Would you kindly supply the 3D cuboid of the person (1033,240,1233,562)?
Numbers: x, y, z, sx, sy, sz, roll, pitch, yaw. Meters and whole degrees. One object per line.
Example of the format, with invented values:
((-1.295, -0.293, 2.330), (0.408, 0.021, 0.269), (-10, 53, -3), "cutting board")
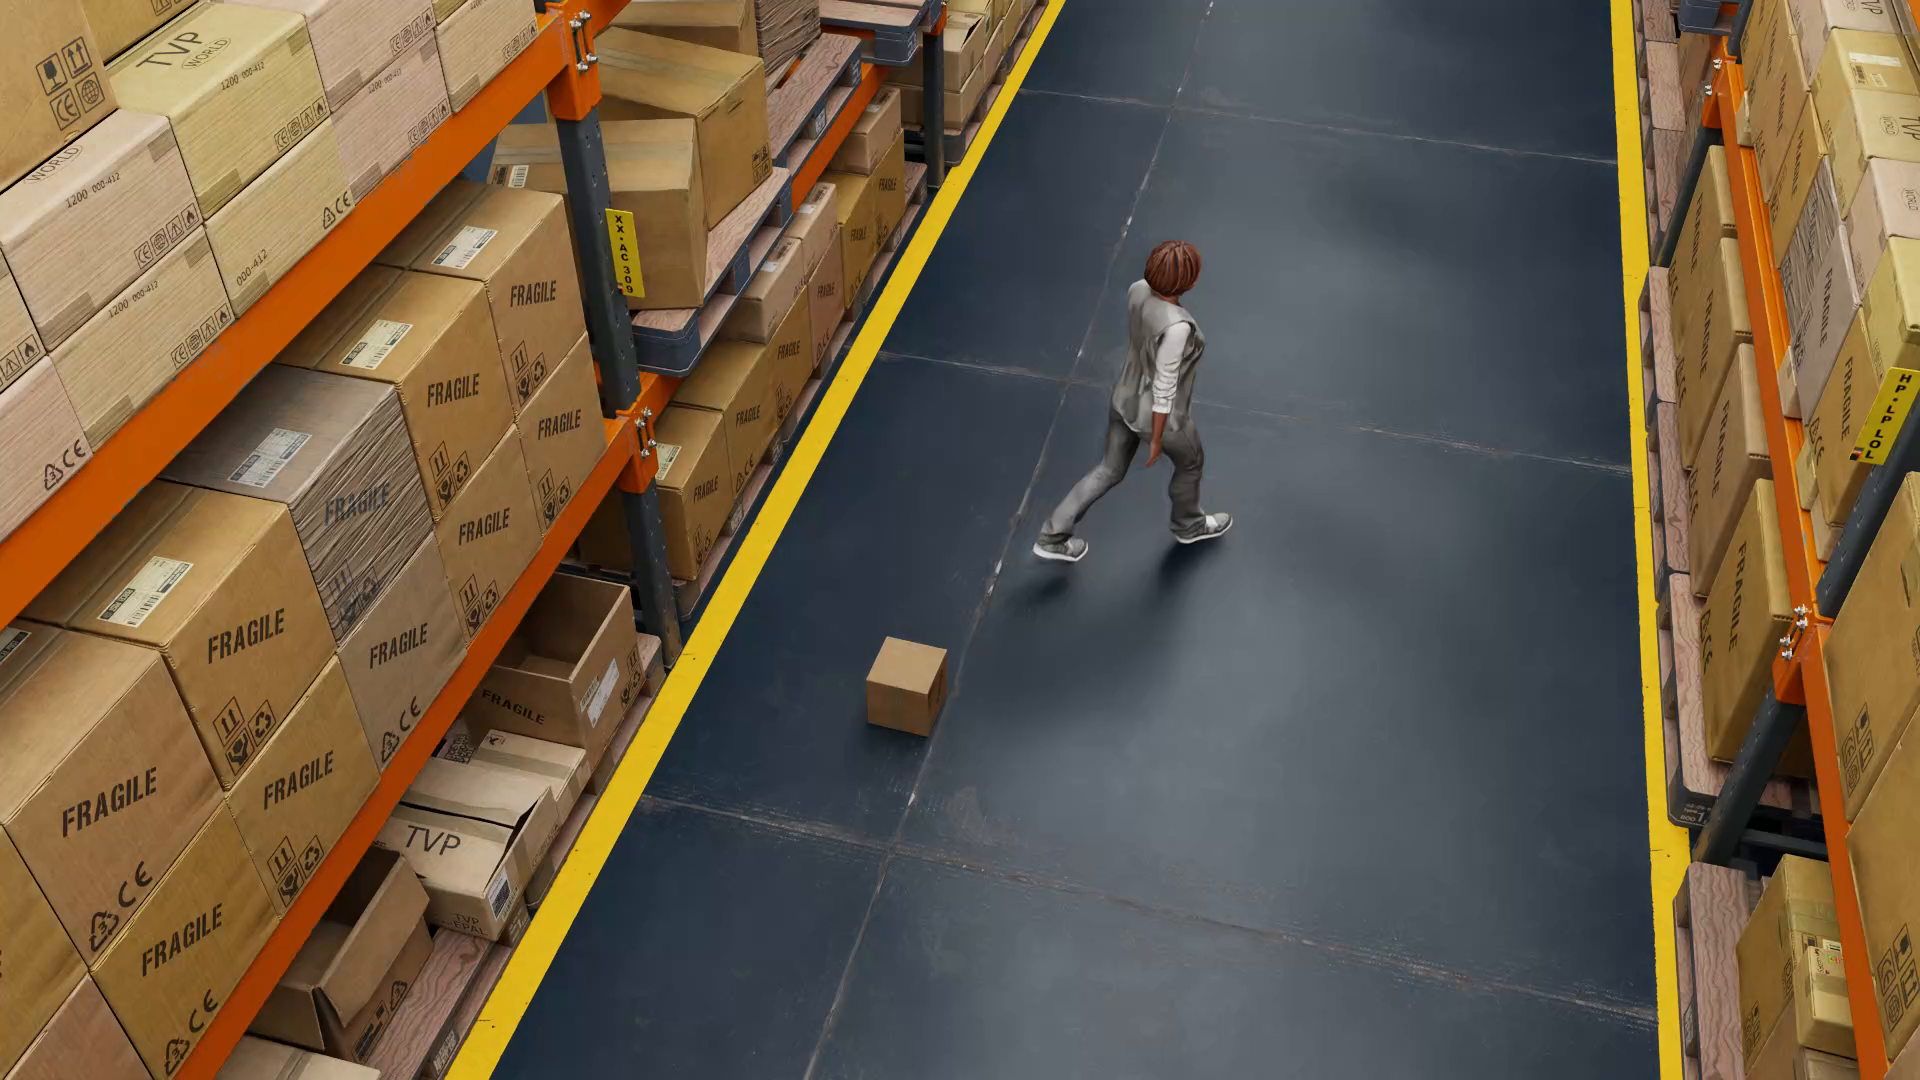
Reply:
((0.749, -0.535, 6.768), (0.945, 1.548, 0.420), (-19, 45, -20), "person")
